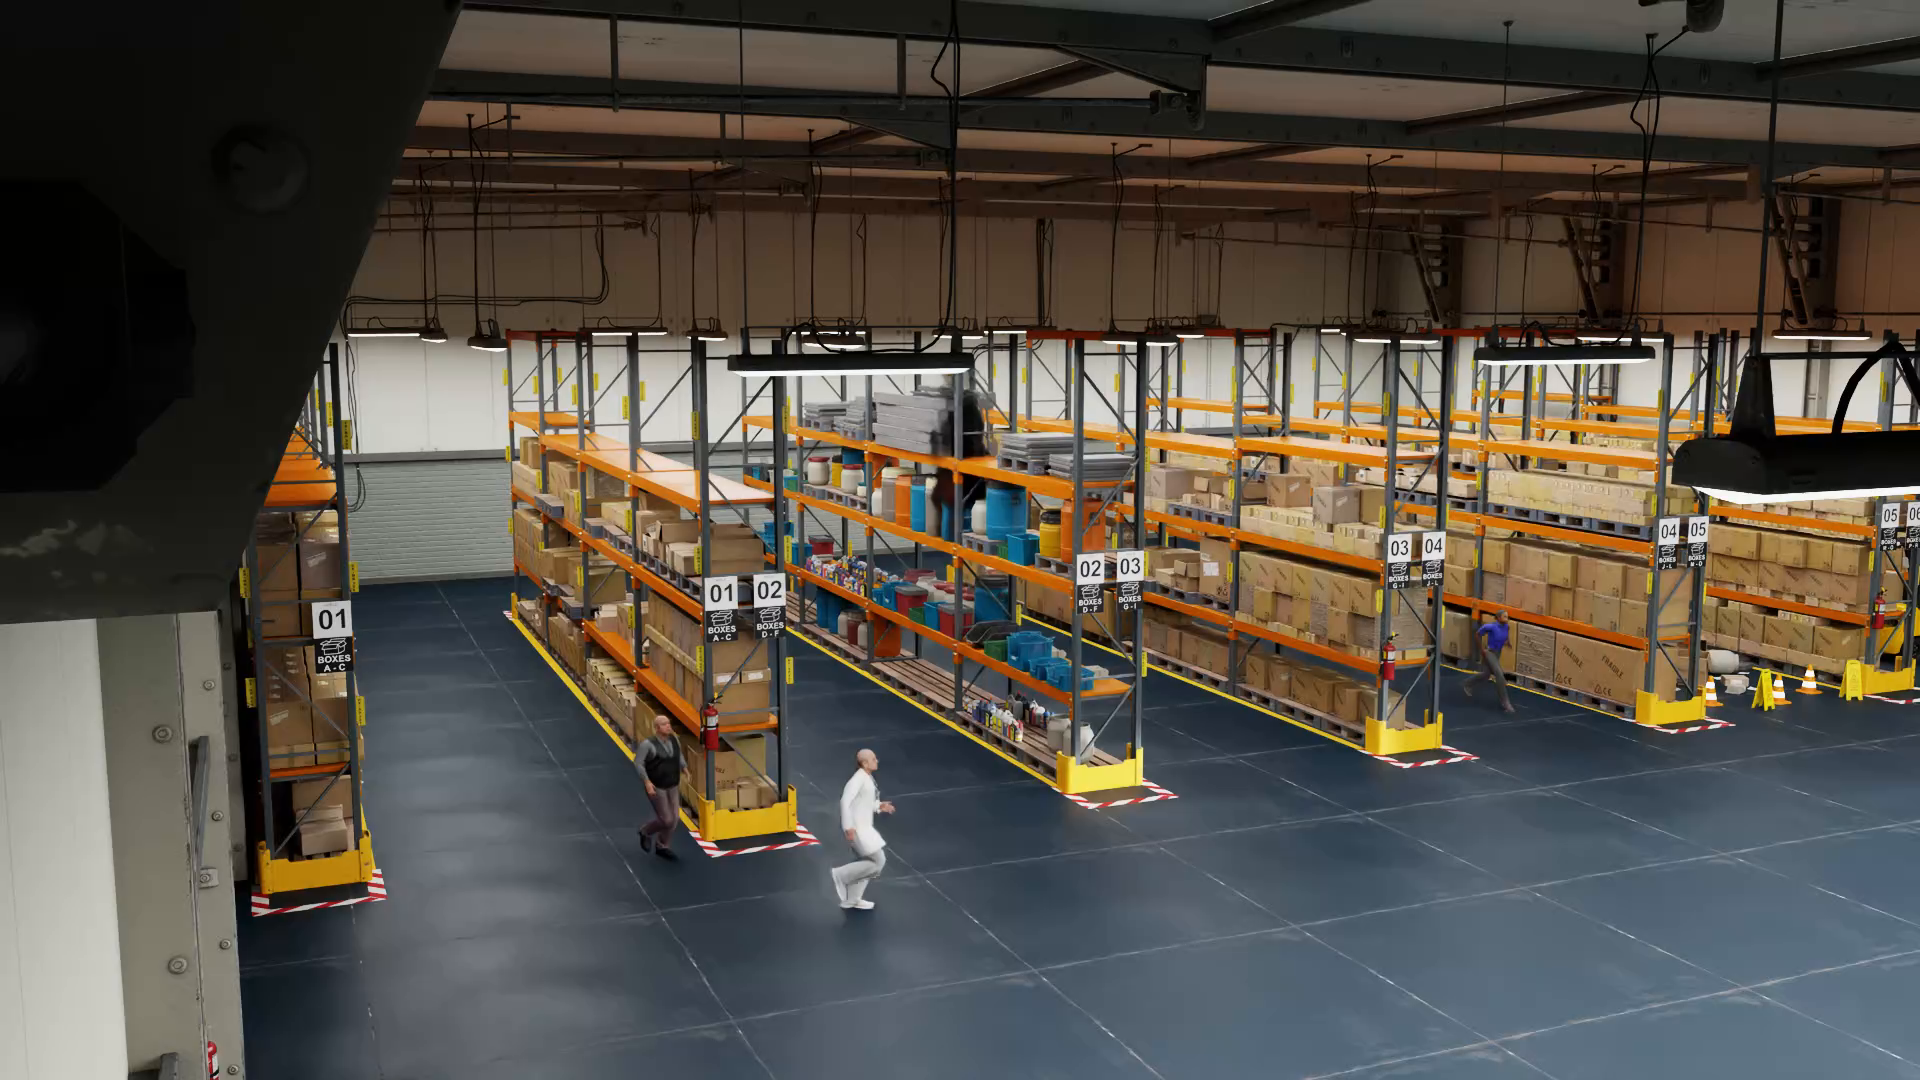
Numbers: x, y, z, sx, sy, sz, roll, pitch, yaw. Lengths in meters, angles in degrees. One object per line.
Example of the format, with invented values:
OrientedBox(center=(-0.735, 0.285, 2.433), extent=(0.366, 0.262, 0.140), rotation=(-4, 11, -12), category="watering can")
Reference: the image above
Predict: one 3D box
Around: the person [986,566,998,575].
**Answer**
OrientedBox(center=(0.658, 1.285, 30.853), extent=(0.653, 1.731, 0.569), rotation=(-5, 9, -31), category="person")

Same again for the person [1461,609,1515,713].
OrientedBox(center=(8.545, 1.894, 26.834), extent=(0.581, 1.656, 1.061), rotation=(-6, 10, -37), category="person")

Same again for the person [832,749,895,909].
OrientedBox(center=(-0.997, 3.084, 17.709), extent=(0.613, 1.731, 0.702), rotation=(0, 8, 1), category="person")

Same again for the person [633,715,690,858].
OrientedBox(center=(-3.461, 2.874, 19.410), extent=(0.576, 1.690, 0.676), rotation=(6, 10, 38), category="person")
